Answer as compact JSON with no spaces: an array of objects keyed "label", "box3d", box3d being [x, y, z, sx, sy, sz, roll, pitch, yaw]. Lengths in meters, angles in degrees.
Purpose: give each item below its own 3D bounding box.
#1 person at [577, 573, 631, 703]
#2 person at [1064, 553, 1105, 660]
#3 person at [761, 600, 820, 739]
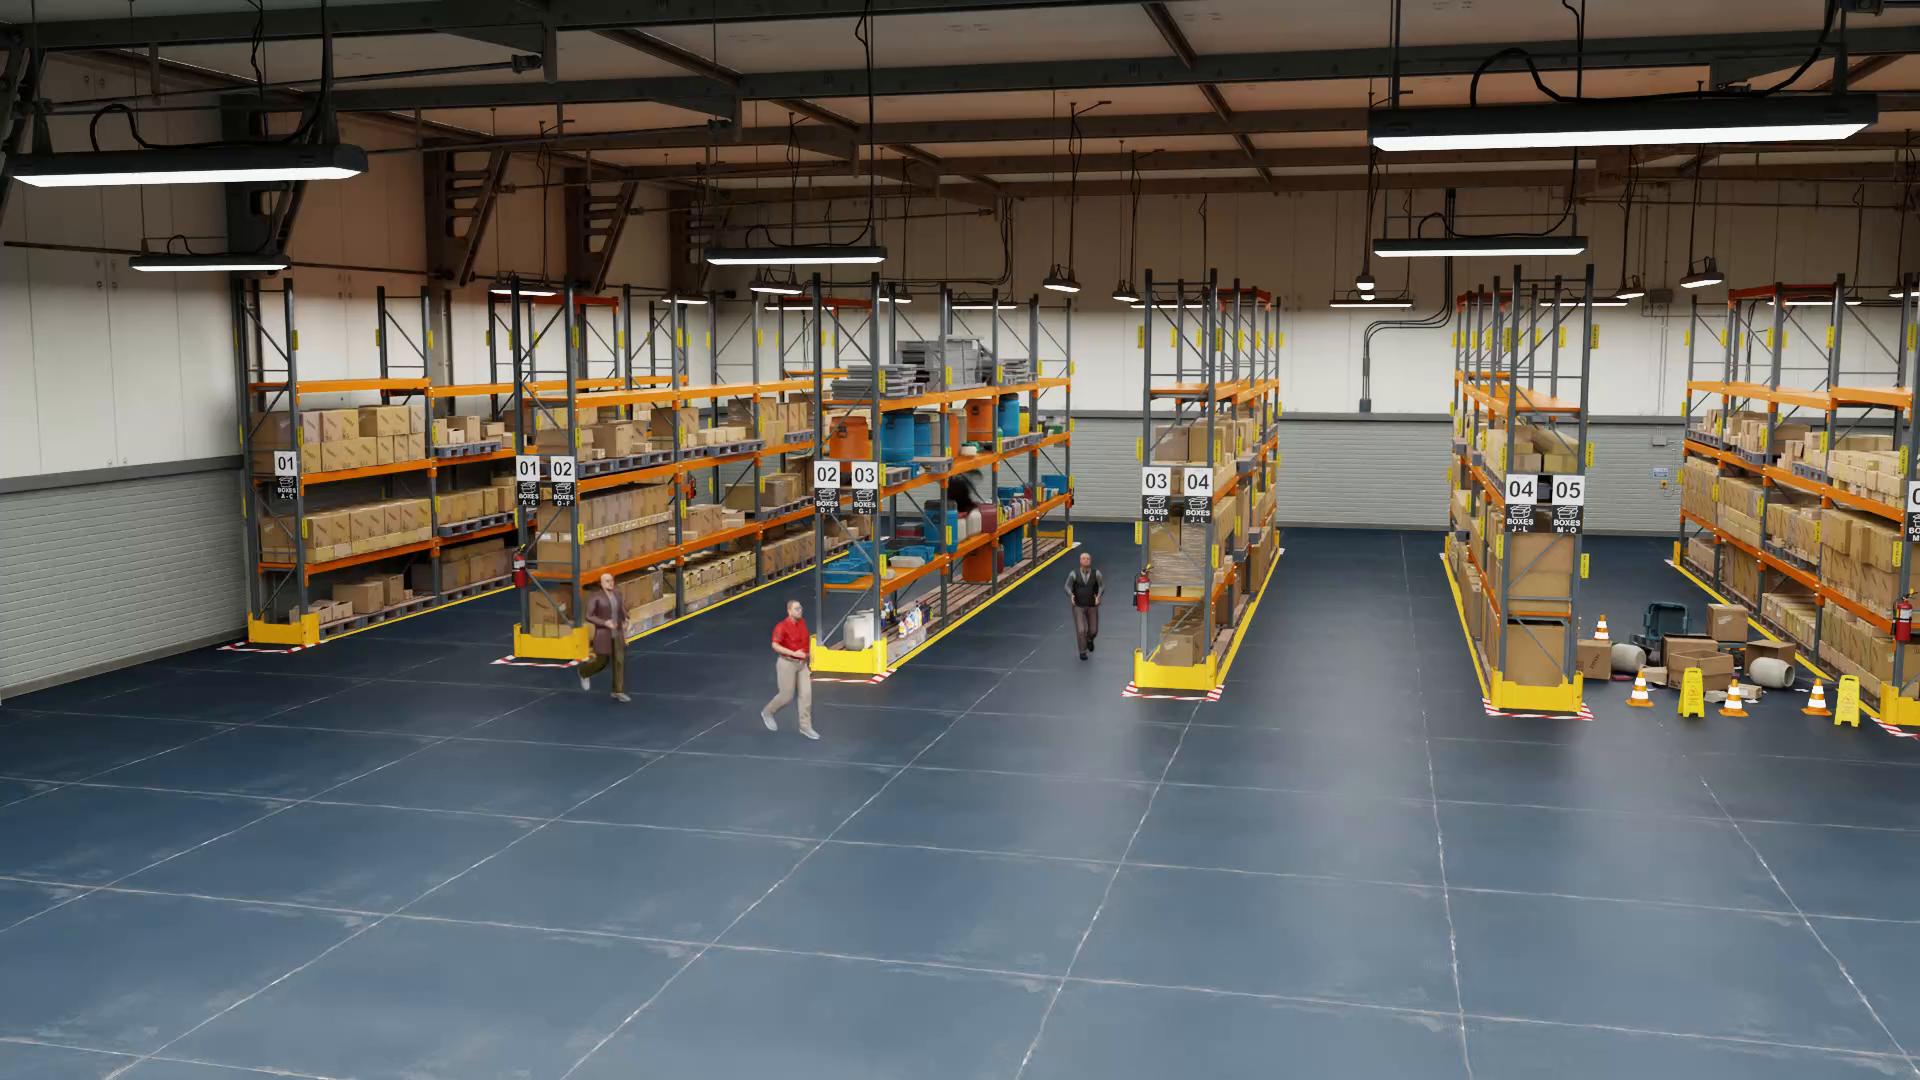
[{"label":"person","box3d":[-4.958,1.344,23.311,0.989,1.783,0.718,7,9,43]},{"label":"person","box3d":[1.961,1.039,26.171,0.657,1.671,0.612,0,7,0]},{"label":"person","box3d":[-2.140,1.626,21.130,0.867,1.752,0.685,5,9,37]}]
